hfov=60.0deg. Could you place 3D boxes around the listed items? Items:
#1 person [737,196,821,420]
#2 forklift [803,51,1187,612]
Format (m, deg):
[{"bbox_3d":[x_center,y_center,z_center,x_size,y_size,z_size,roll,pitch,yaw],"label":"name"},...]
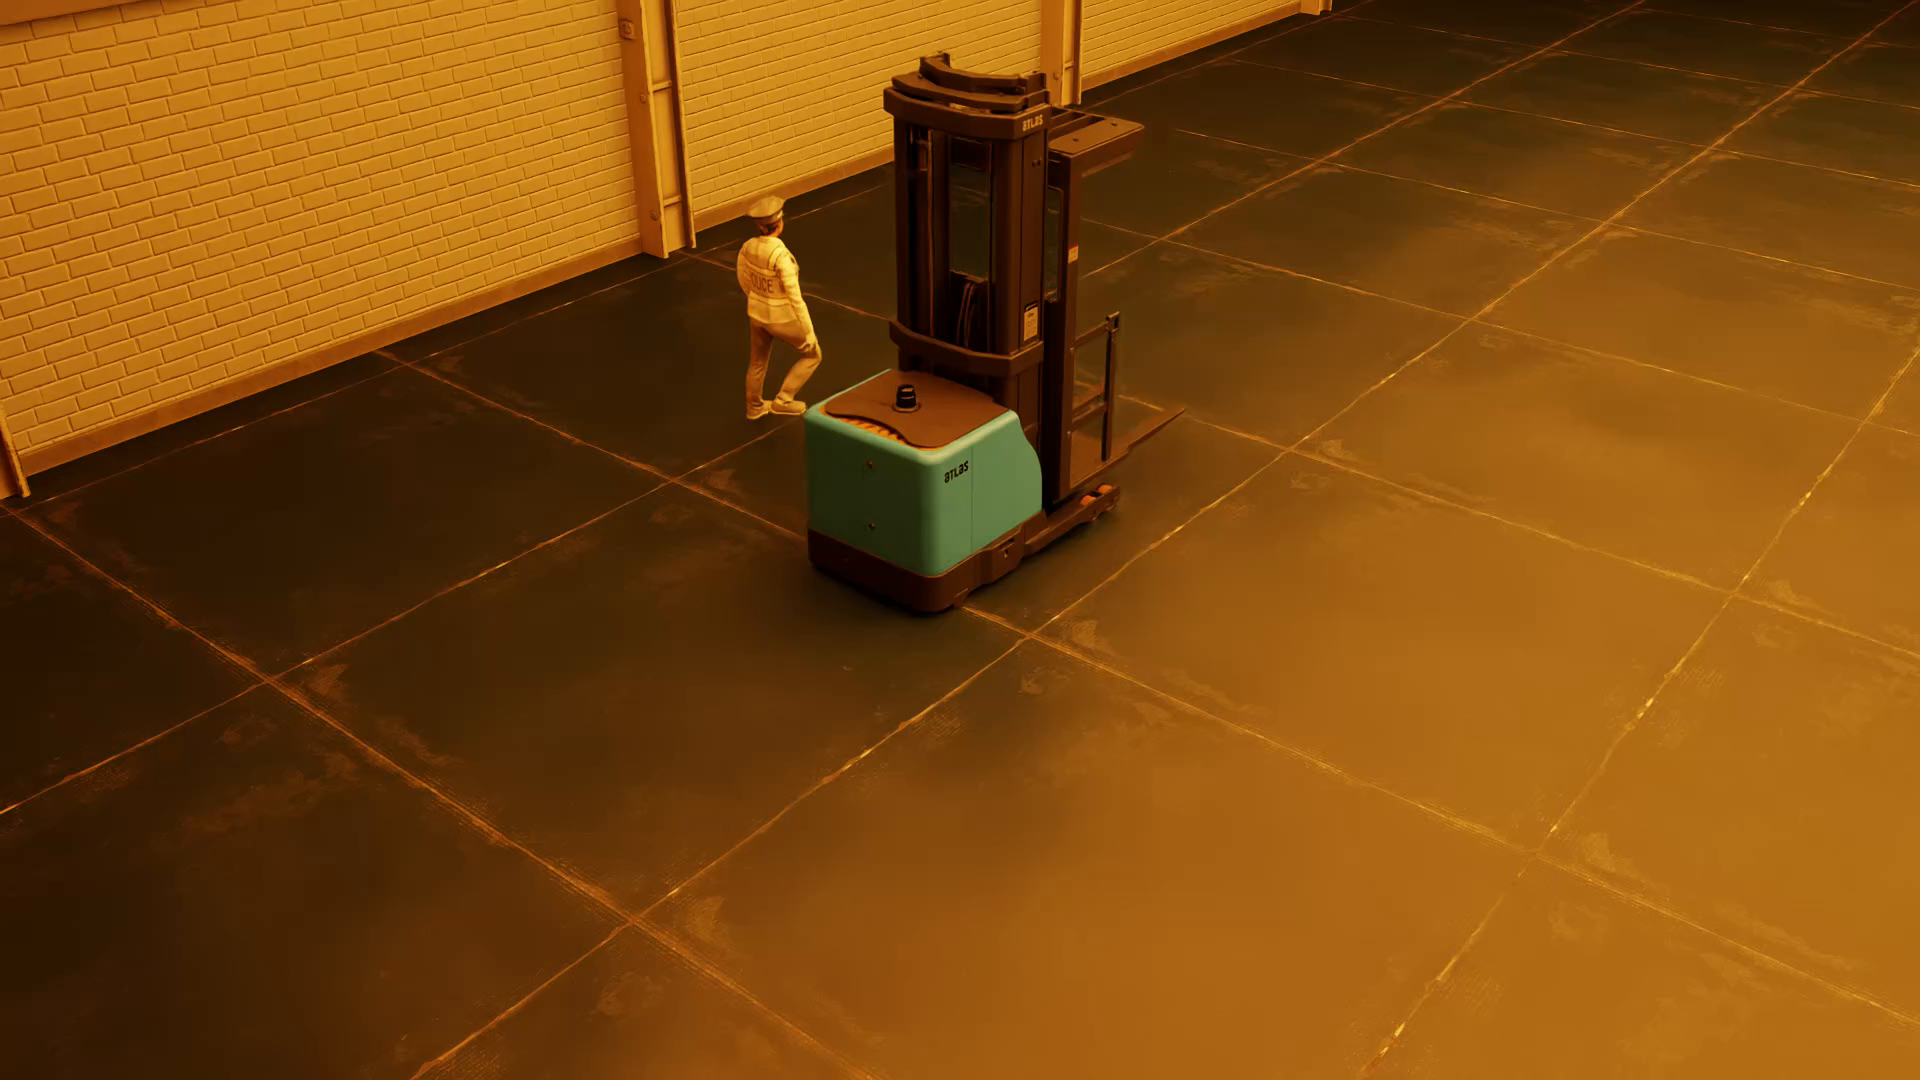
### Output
[{"bbox_3d":[-1.229,-1.522,11.307,0.707,1.665,0.439,23,38,34],"label":"person"},{"bbox_3d":[0.385,-1.523,10.201,1.130,2.935,3.031,22,37,33],"label":"forklift"}]
